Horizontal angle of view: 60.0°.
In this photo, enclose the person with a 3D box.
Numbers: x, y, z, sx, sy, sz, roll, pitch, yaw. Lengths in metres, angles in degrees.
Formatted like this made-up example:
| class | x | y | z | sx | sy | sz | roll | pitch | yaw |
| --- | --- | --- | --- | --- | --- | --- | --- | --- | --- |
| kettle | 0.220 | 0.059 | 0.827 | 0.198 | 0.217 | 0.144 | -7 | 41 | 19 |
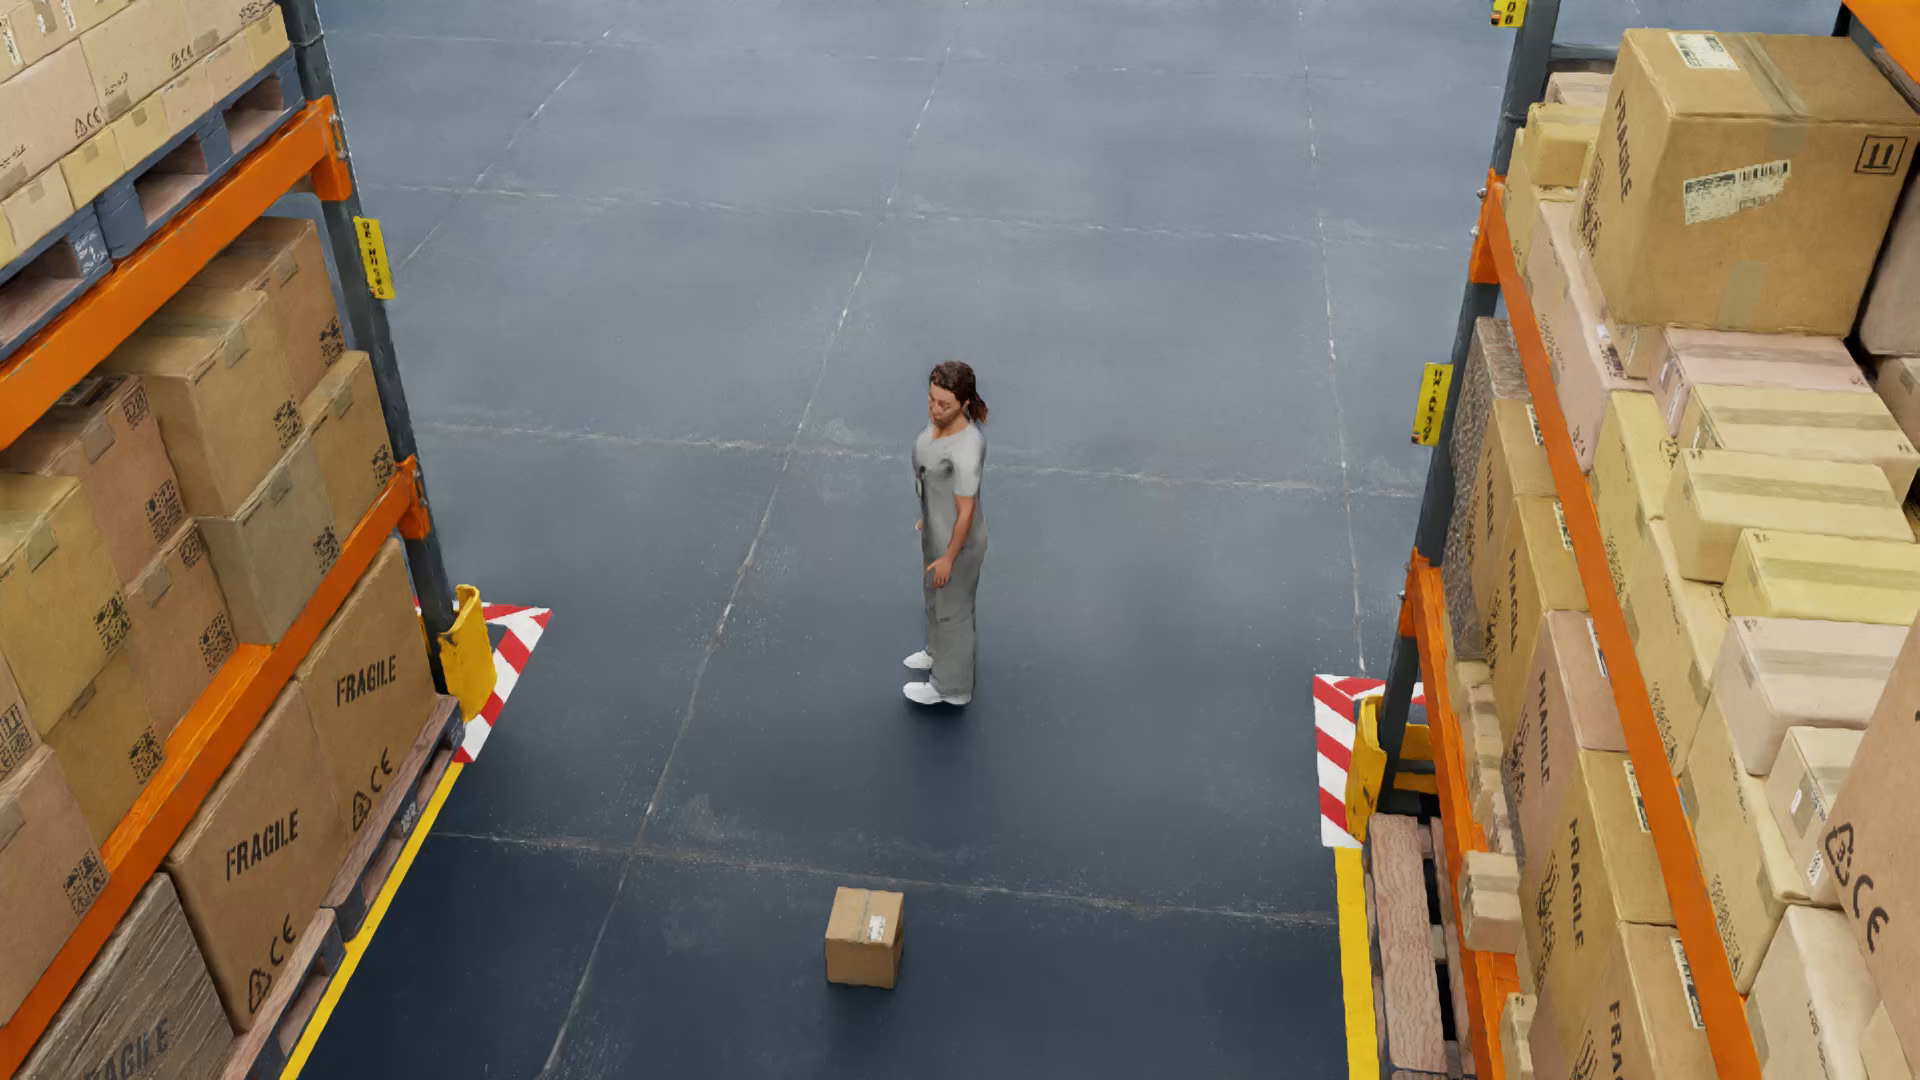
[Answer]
| class | x | y | z | sx | sy | sz | roll | pitch | yaw |
| --- | --- | --- | --- | --- | --- | --- | --- | --- | --- |
| person | -0.068 | -0.004 | 7.052 | 0.404 | 1.718 | 0.486 | -9 | 37 | -12 |
